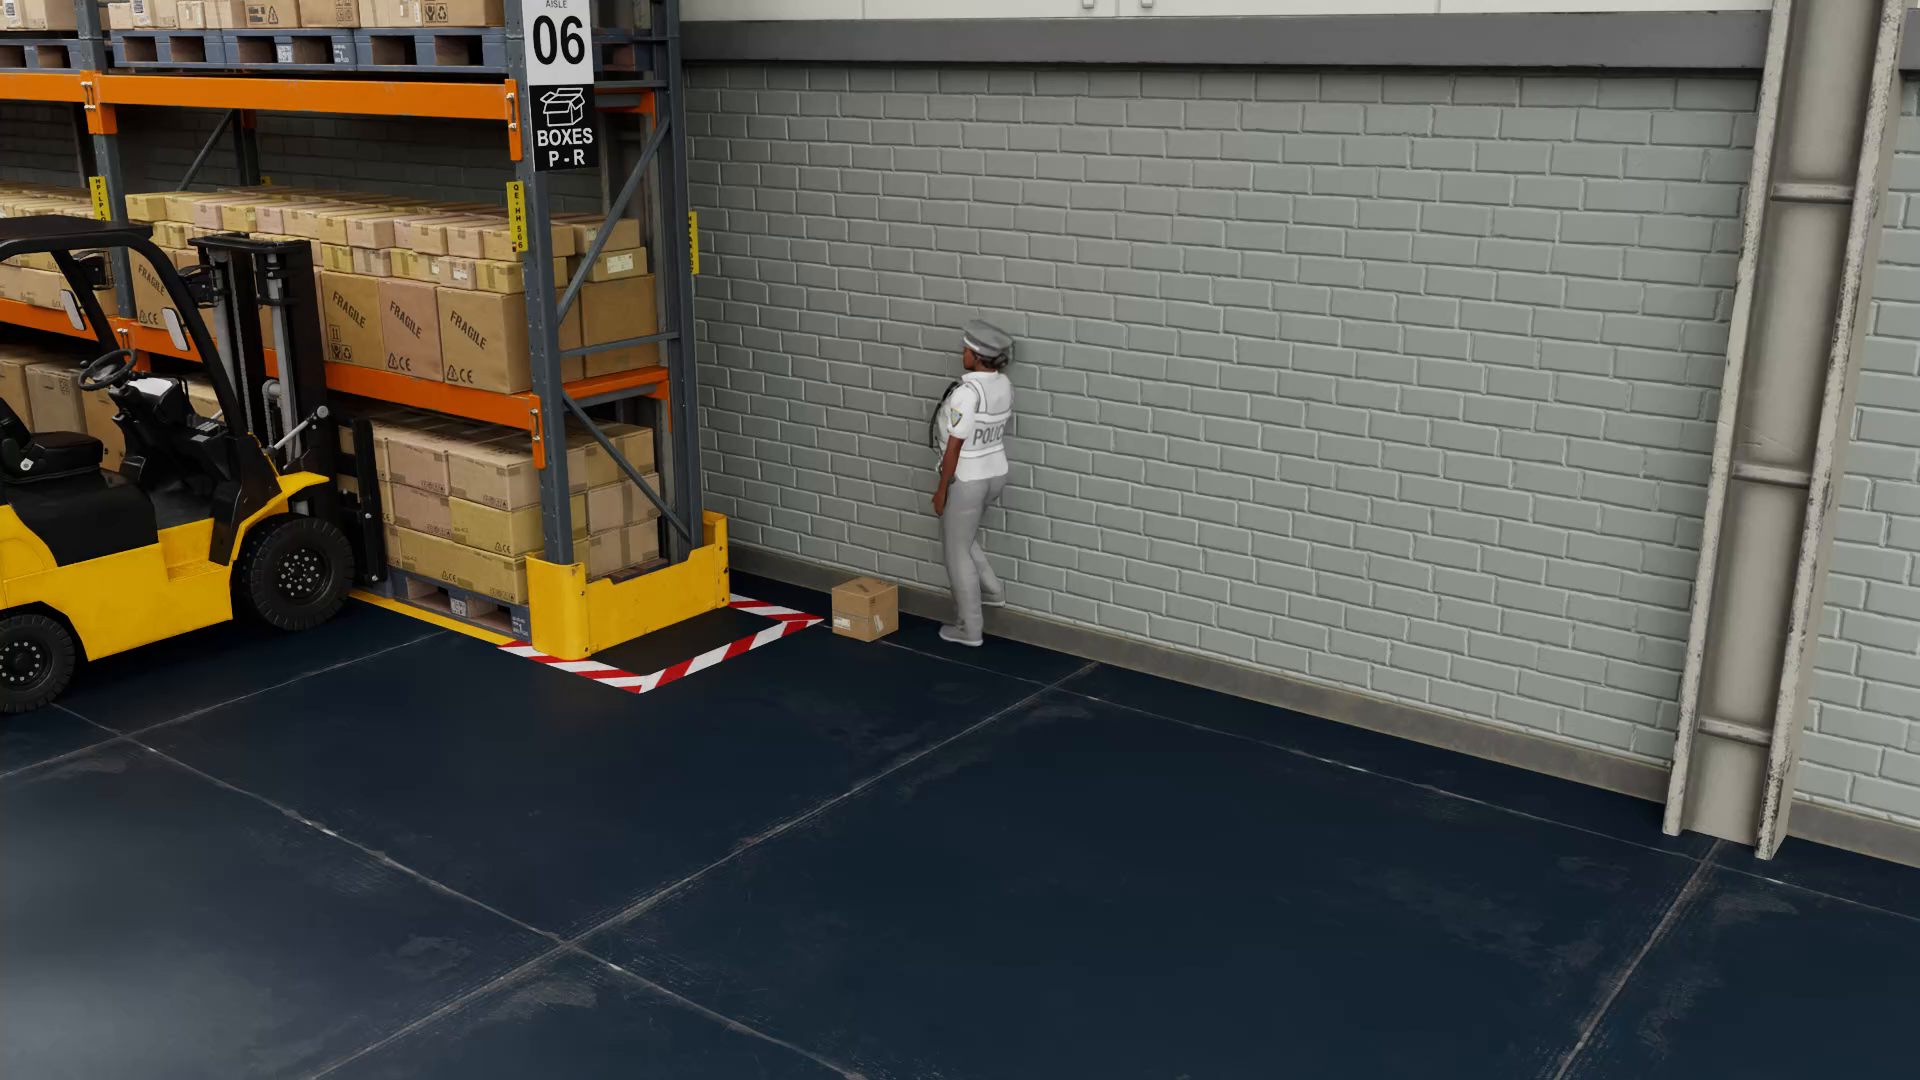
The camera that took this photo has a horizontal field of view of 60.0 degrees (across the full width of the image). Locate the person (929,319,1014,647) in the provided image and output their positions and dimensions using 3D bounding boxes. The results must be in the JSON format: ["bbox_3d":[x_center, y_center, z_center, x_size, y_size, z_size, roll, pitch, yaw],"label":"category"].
[{"bbox_3d":[0.029,-0.300,8.504,0.502,1.679,0.437,13,21,36],"label":"person"}]
